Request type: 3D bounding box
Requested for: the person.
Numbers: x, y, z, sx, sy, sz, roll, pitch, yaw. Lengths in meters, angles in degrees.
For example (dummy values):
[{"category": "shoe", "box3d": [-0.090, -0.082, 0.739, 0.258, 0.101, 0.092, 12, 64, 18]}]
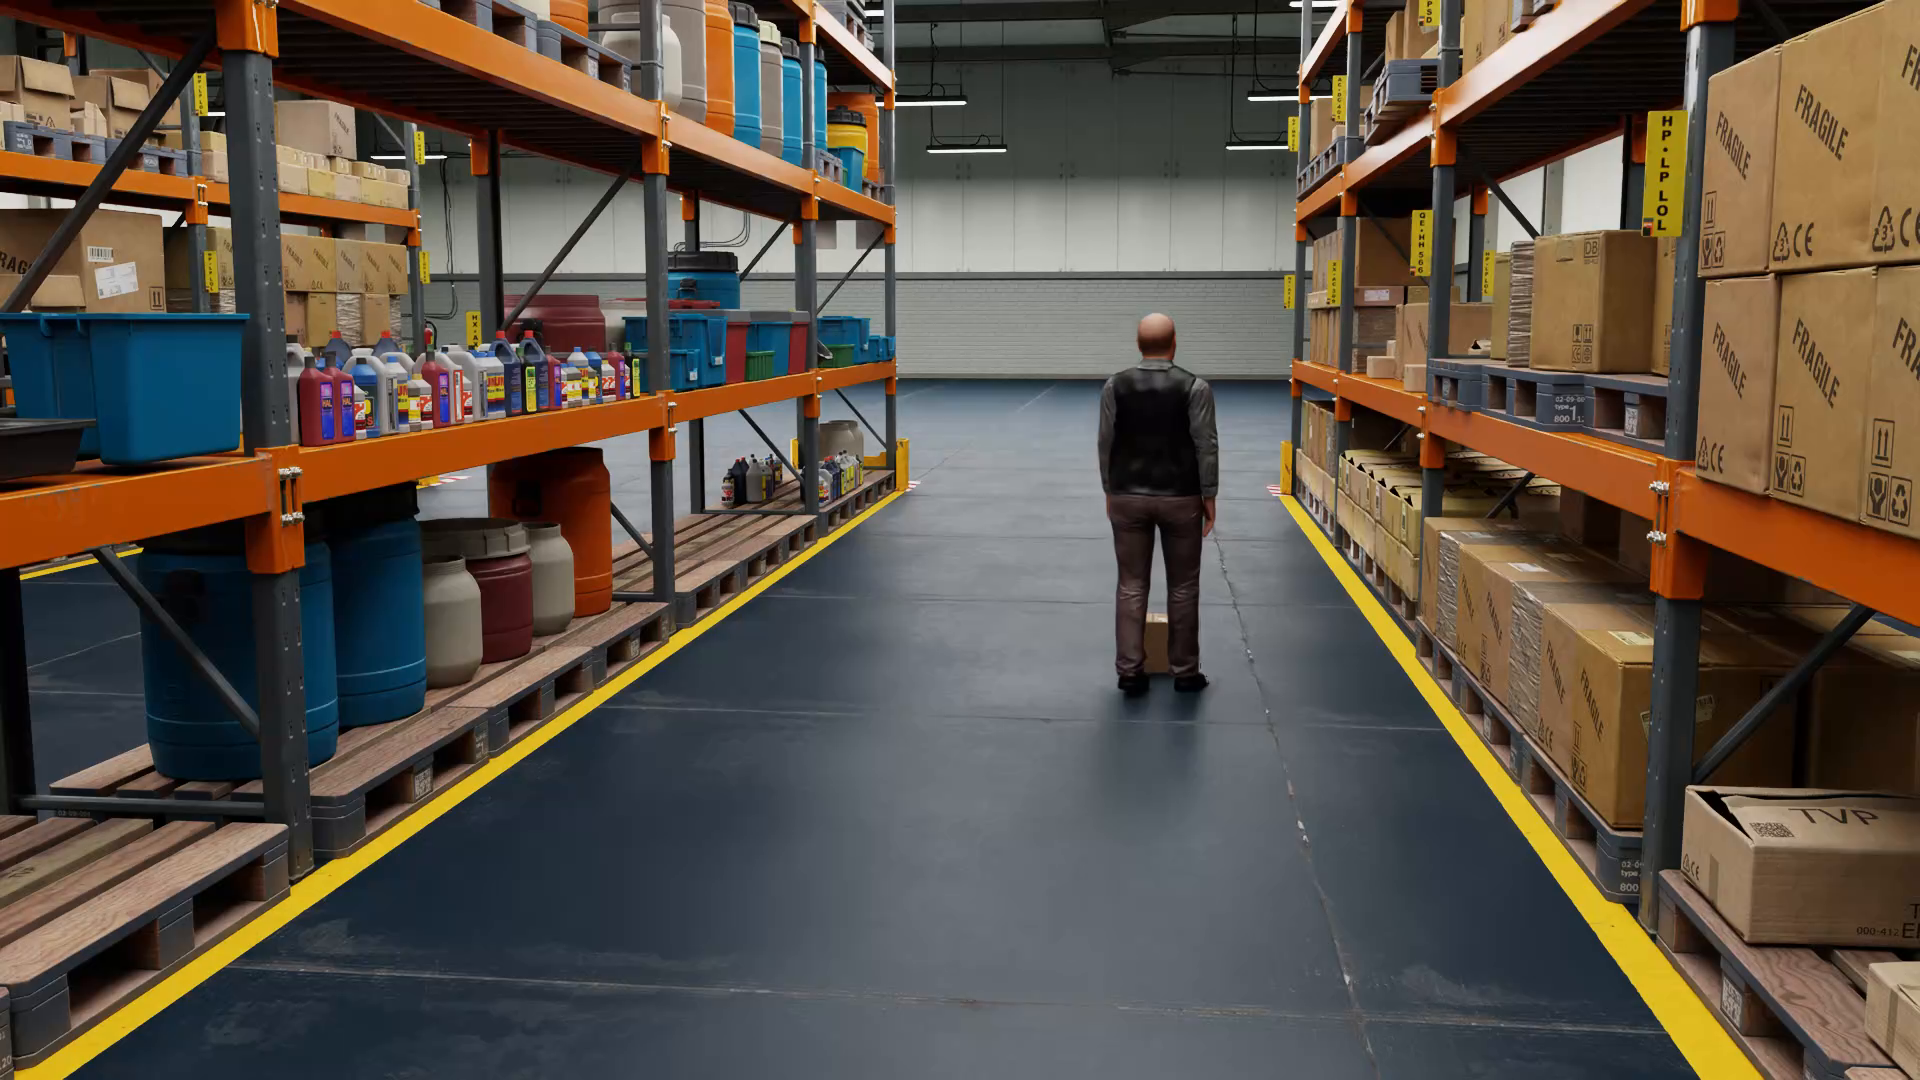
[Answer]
[{"category": "person", "box3d": [0.907, -0.163, 7.604, 0.555, 1.736, 0.523, 2, 8, 16]}]
